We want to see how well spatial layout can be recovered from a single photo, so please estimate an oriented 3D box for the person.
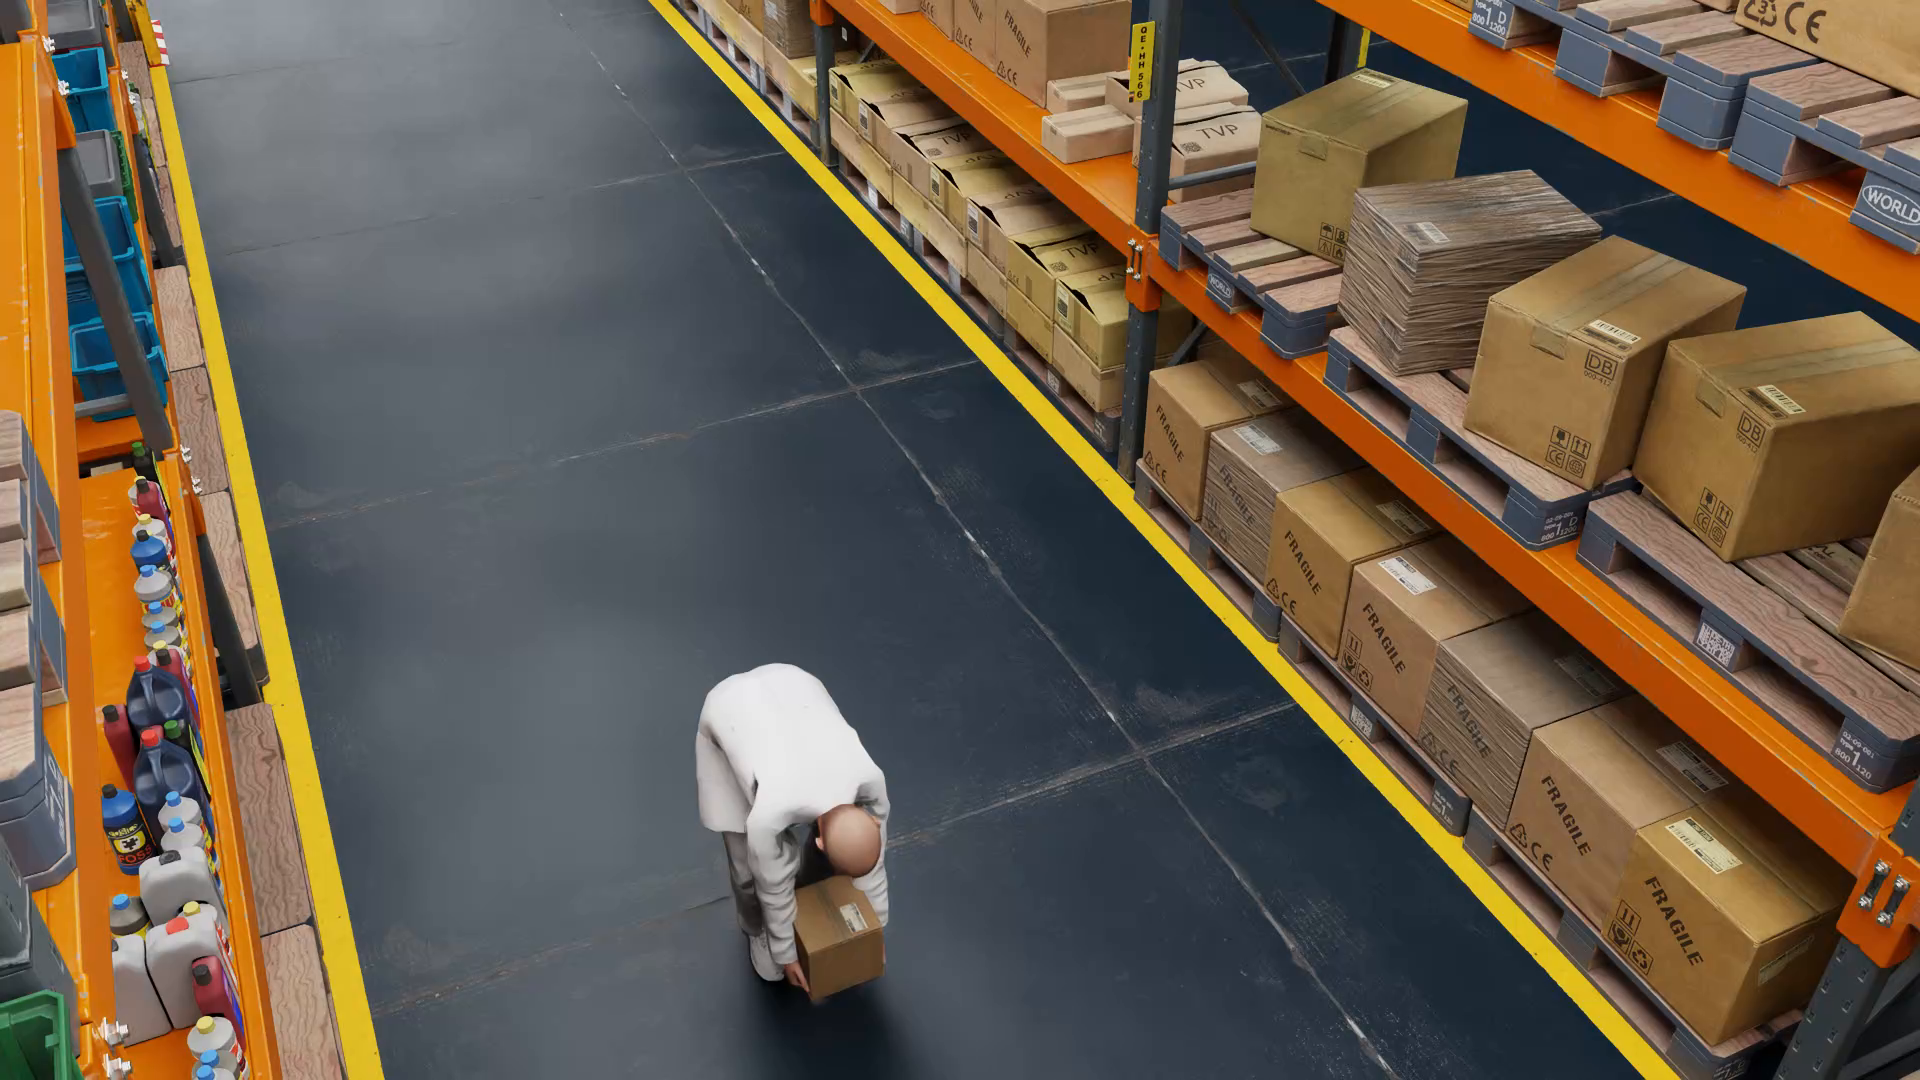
[{"bbox_3d":[-0.499,1.013,5.351,0.559,1.127,0.950,-17,40,-22],"label":"person"}]
